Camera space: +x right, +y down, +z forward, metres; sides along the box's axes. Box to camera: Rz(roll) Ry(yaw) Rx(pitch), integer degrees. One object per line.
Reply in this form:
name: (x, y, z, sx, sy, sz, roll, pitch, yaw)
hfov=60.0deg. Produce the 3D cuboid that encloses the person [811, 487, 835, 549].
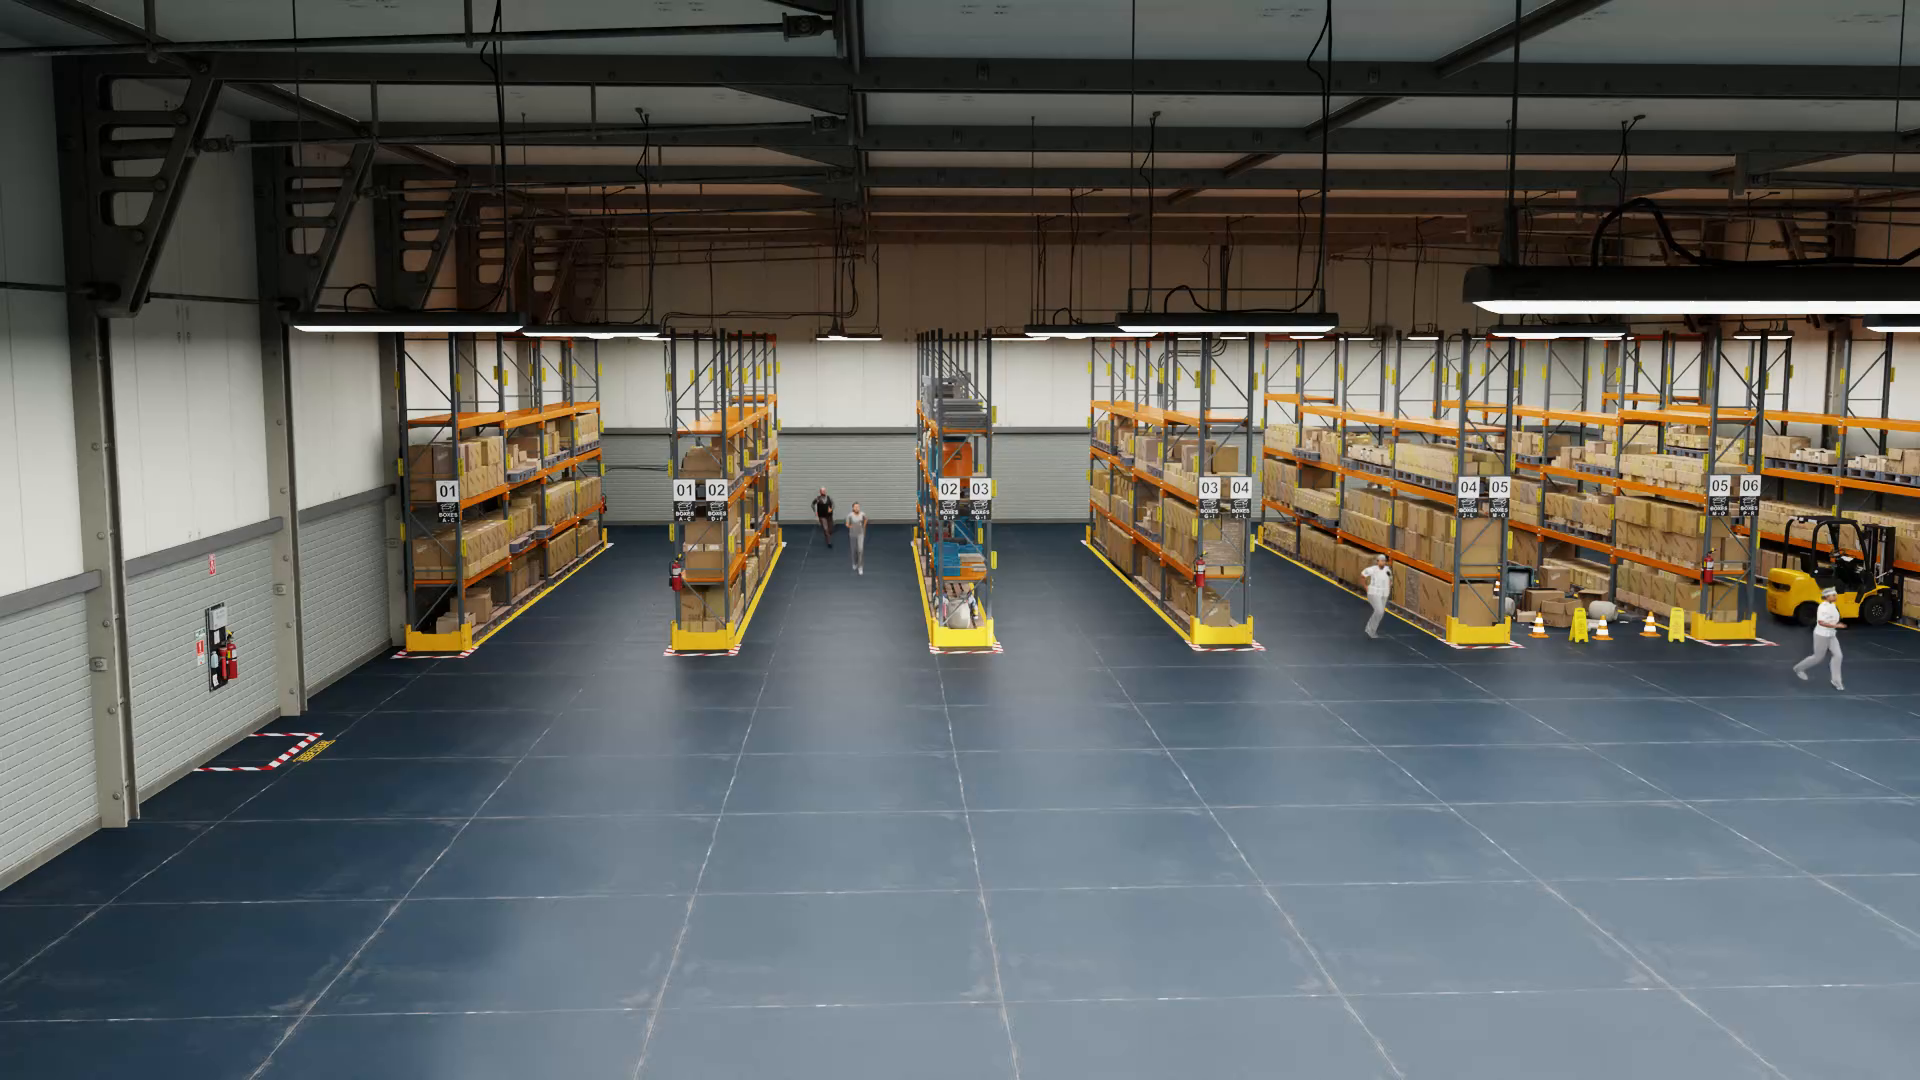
person: (-3.831, -0.638, 46.853, 0.655, 1.709, 0.945, -2, 7, -18)

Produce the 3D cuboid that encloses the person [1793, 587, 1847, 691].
person: (14.420, 1.632, 27.812, 0.606, 1.757, 0.874, -6, 9, -40)

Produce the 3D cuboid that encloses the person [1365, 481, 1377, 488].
person: (12.379, -1.036, 50.155, 0.652, 1.724, 0.702, -3, 7, -24)

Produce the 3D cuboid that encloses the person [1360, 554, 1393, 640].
person: (8.142, 1.101, 32.393, 0.589, 1.671, 0.731, -3, 7, -21)

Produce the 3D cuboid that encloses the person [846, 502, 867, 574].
person: (-2.495, -0.074, 40.014, 0.518, 1.709, 0.855, 0, 7, -4)
